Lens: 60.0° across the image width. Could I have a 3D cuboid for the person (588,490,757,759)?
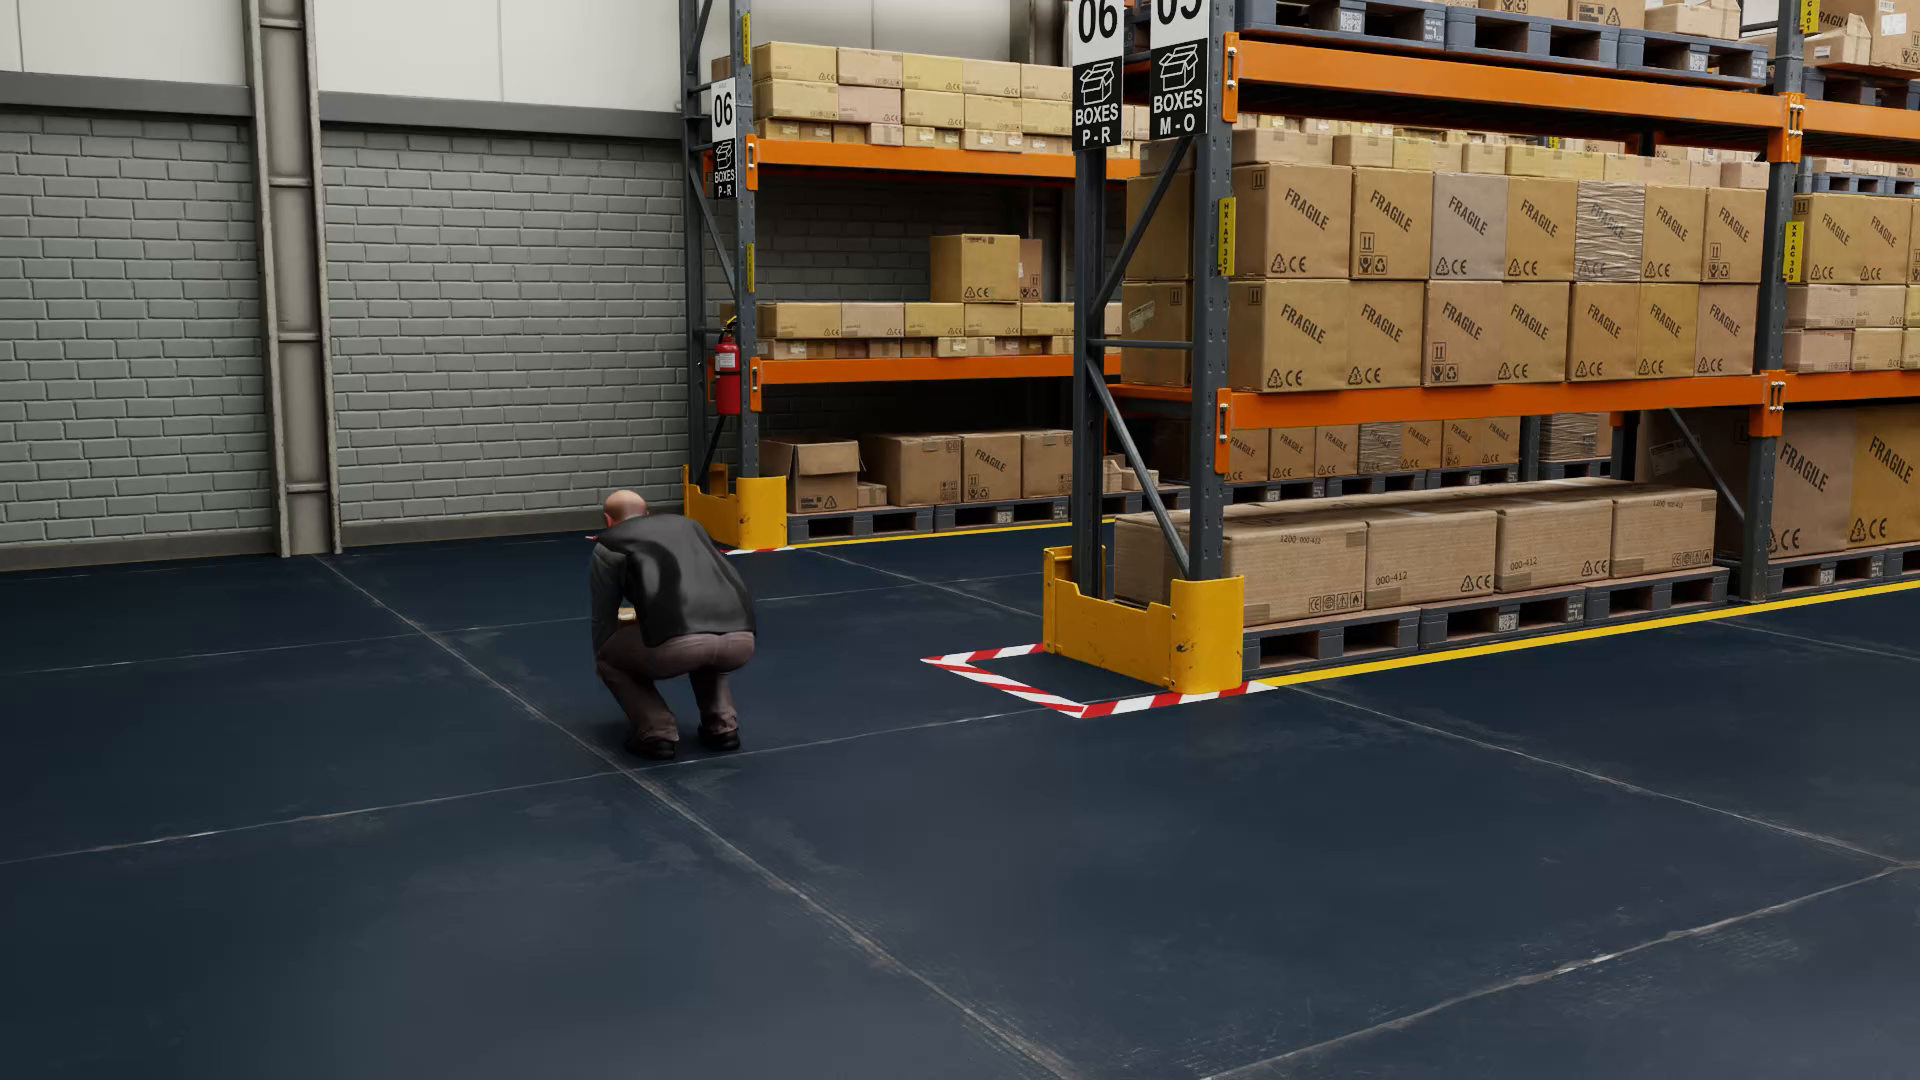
[{"bbox_3d":[-1.144,0.311,6.453,0.517,0.966,0.889,-5,10,-32],"label":"person"}]
